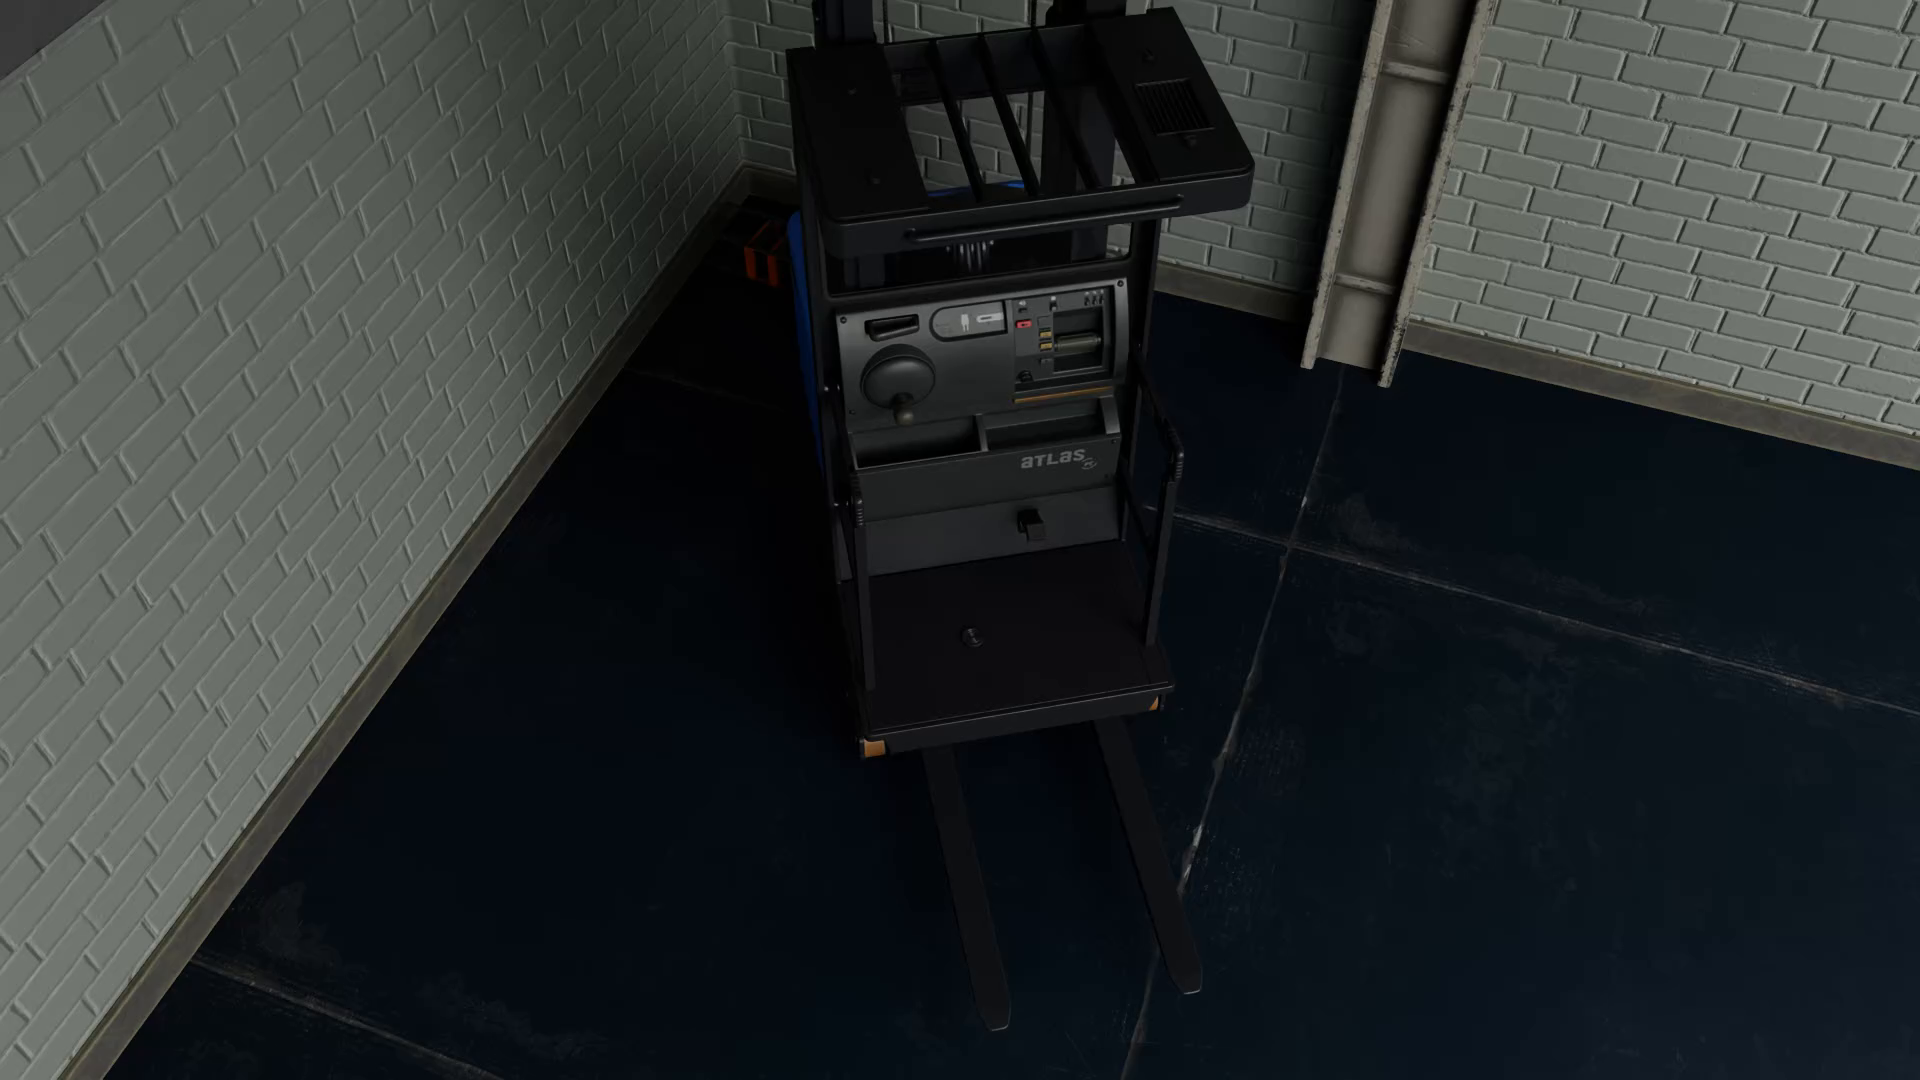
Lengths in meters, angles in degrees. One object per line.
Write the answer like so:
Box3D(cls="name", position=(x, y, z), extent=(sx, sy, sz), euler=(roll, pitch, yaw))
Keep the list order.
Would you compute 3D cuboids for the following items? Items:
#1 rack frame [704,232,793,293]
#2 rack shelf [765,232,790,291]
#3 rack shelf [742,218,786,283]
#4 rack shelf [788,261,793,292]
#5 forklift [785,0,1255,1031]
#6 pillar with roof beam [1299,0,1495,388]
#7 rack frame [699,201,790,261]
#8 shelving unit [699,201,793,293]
Box3D(cls="rack frame", position=(-0.603, -1.172, 7.624), extent=(1.200, 0.006, 0.240), euler=(21, 52, 17))
Box3D(cls="rack shelf", position=(-0.778, -1.298, 7.613), extent=(0.103, 0.180, 0.258), euler=(21, 52, 17))
Box3D(cls="rack shelf", position=(-0.885, -1.338, 7.649), extent=(0.103, 0.180, 0.258), euler=(21, 52, 17))
Box3D(cls="rack shelf", position=(-0.671, -1.257, 7.577), extent=(0.103, 0.180, 0.258), euler=(21, 52, 17))
Box3D(cls="forklift", position=(0.121, -0.498, 5.109), extent=(1.130, 2.935, 3.031), euler=(-9, 50, -7))
Box3D(cls="pillar with roof beam", position=(0.230, -0.713, 1.279), extent=(0.400, 9.000, 9.100), euler=(16, 51, 13))
Box3D(cls="rack frame", position=(-0.604, -1.292, 7.486), extent=(1.200, 0.006, 0.240), euler=(21, 52, 17))
Box3D(cls="shelving unit", position=(-0.603, -1.232, 7.555), extent=(1.200, 0.189, 0.258), euler=(21, 52, 17))
